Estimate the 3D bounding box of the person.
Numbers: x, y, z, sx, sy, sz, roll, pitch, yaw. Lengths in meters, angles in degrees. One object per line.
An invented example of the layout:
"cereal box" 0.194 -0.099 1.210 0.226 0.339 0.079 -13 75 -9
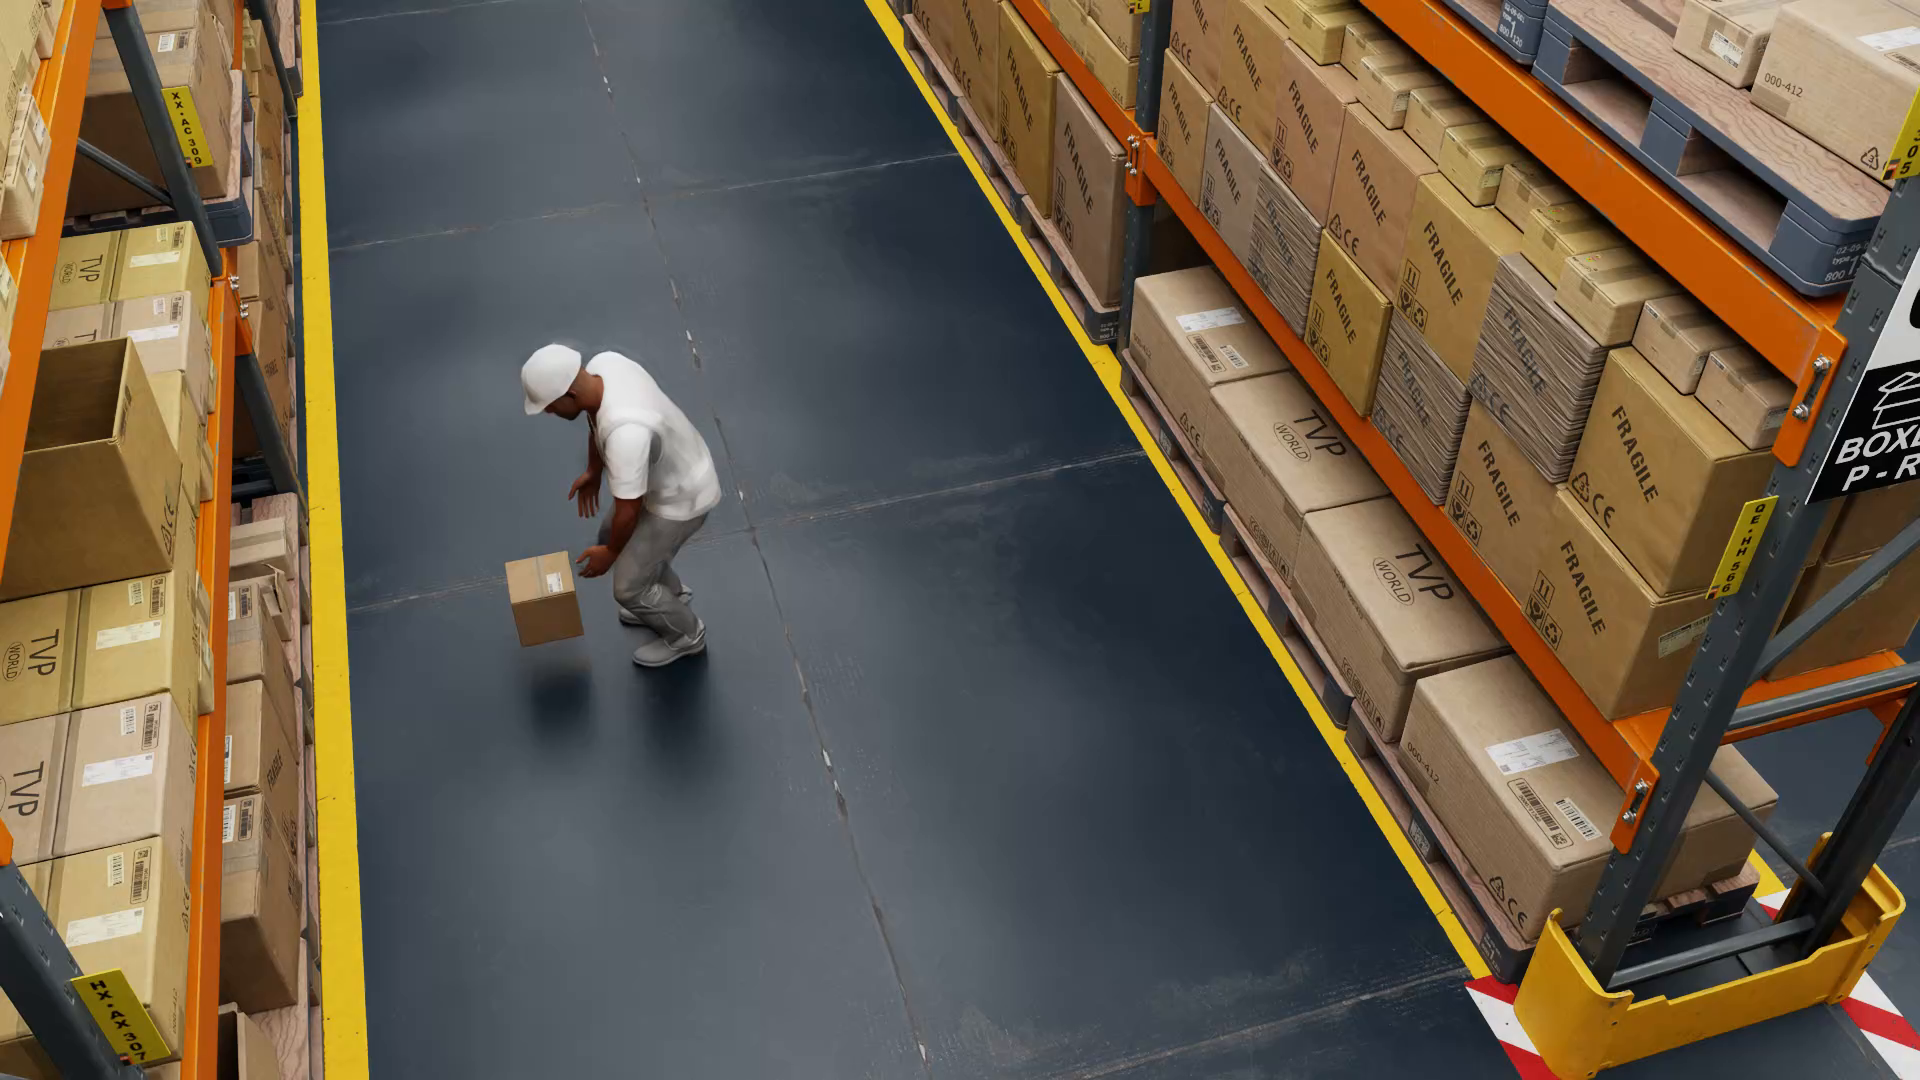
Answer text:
"person" -1.265 -0.150 6.477 0.666 1.543 0.625 -11 43 -12
